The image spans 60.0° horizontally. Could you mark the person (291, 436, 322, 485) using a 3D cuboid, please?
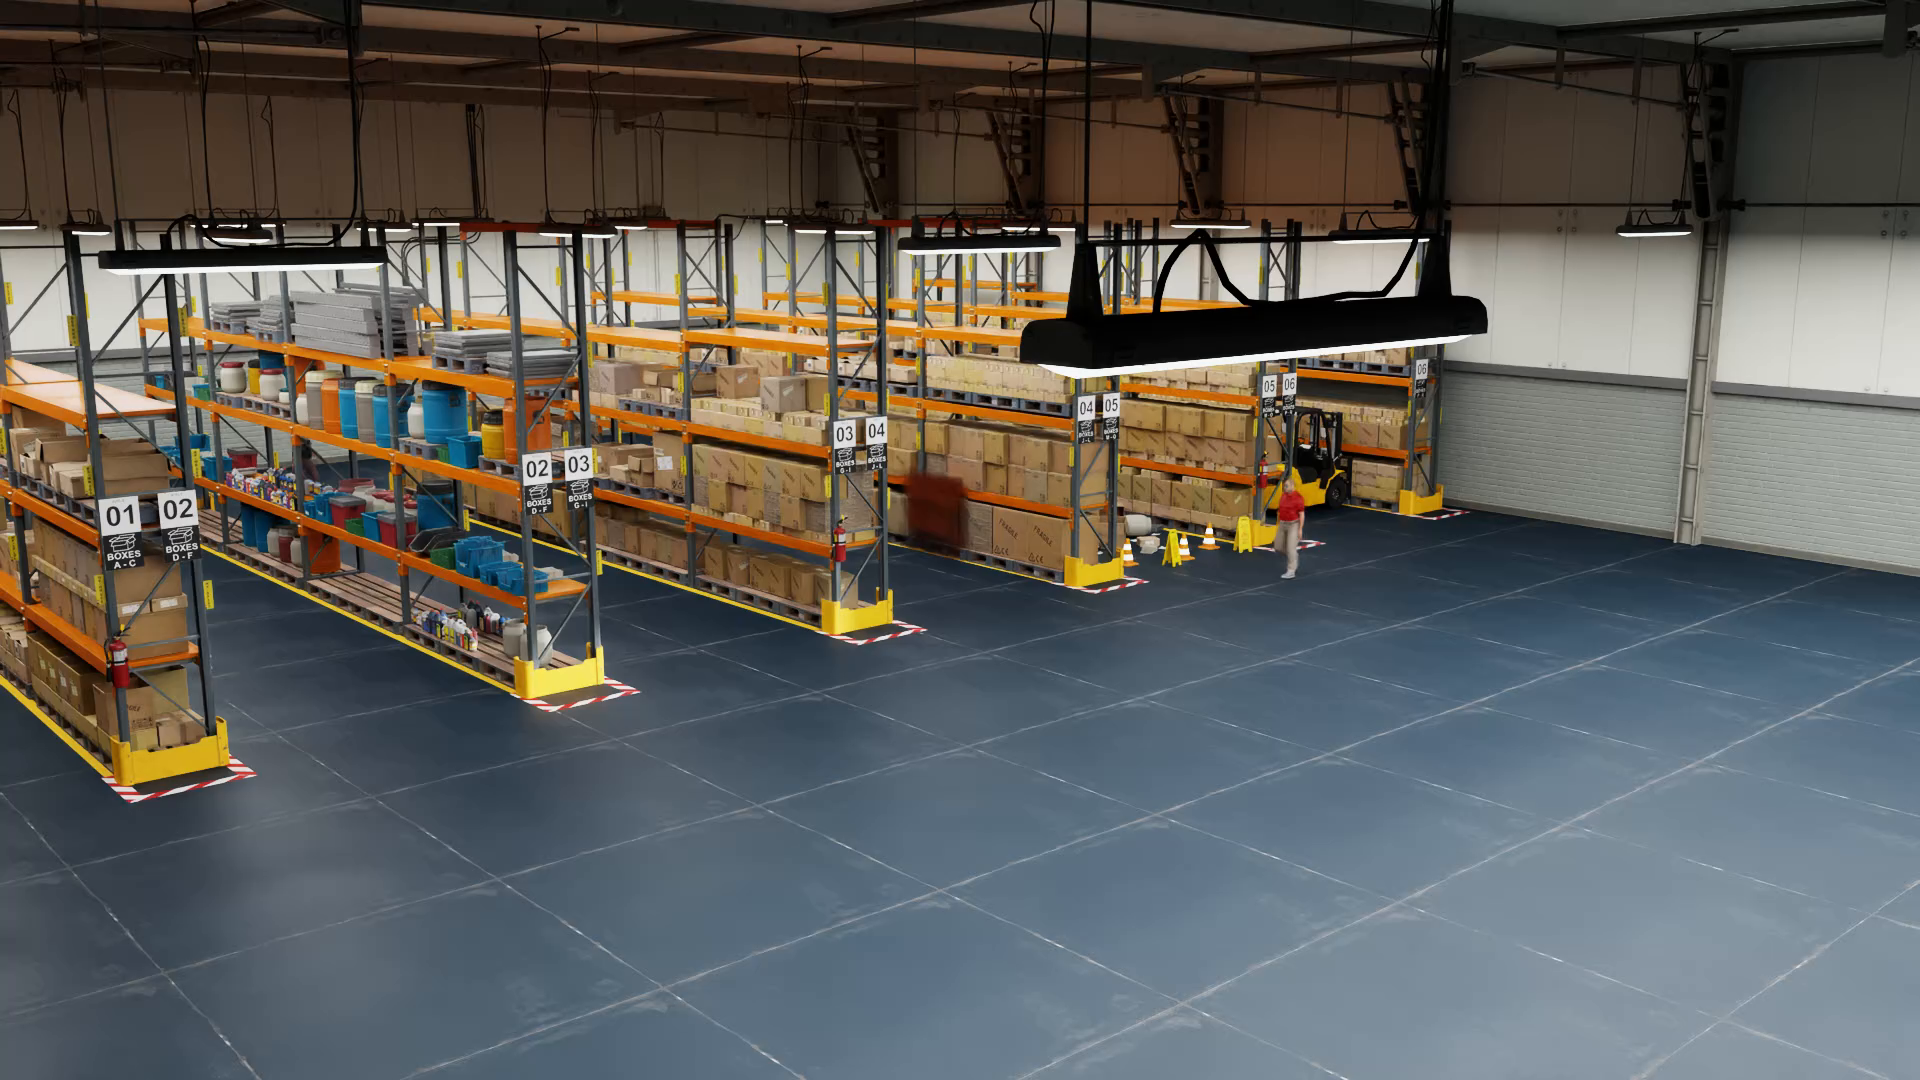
[{"bbox_3d":[-14.358,-1.795,36.457,1.092,1.649,0.481,-11,16,-44],"label":"person"}]

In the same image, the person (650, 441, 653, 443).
[{"bbox_3d":[-8.135,-3.487,44.687,0.509,1.752,1.019,4,12,19],"label":"person"}]

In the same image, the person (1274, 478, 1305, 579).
[{"bbox_3d":[5.712,-0.223,28.525,0.532,1.711,0.630,11,16,43],"label":"person"}]
